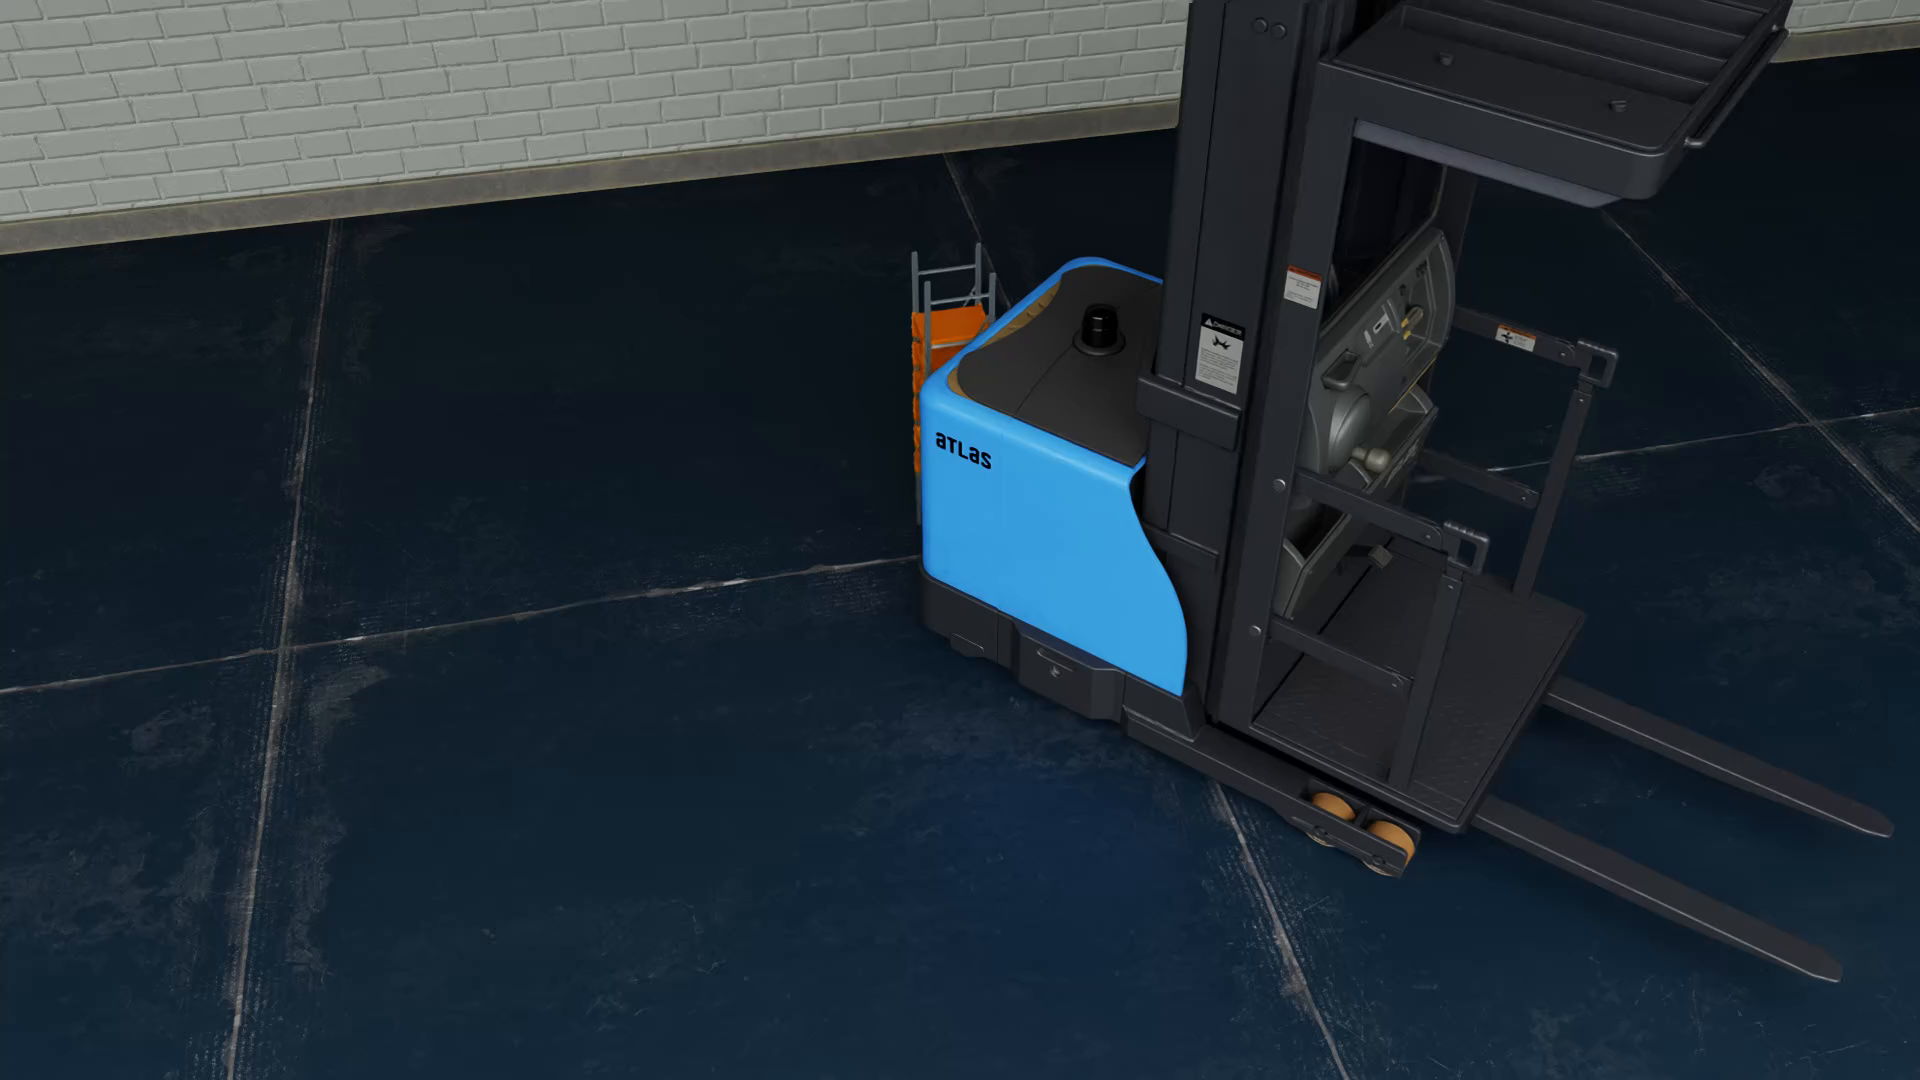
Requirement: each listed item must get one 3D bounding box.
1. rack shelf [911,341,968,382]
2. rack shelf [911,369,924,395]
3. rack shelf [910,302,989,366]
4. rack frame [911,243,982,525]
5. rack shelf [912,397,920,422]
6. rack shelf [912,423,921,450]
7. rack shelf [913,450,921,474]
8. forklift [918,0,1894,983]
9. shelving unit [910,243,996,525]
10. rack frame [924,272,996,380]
[{"bbox_3d":[-0.024,-0.611,5.739,0.258,0.103,0.180,-9,43,-11],"label":"rack shelf"},{"bbox_3d":[-0.024,-0.522,5.819,0.258,0.103,0.180,-9,43,-11],"label":"rack shelf"},{"bbox_3d":[-0.023,-0.701,5.659,0.258,0.103,0.180,-9,43,-11],"label":"rack shelf"},{"bbox_3d":[-0.047,-0.524,5.935,0.240,1.200,0.006,-9,43,-11],"label":"rack frame"},{"bbox_3d":[-0.025,-0.432,5.899,0.258,0.103,0.180,-9,43,-11],"label":"rack shelf"},{"bbox_3d":[-0.025,-0.342,5.979,0.258,0.103,0.180,-9,43,-11],"label":"rack shelf"},{"bbox_3d":[-0.025,-0.253,6.058,0.258,0.103,0.180,-9,43,-11],"label":"rack shelf"},{"bbox_3d":[1.356,-0.476,4.578,3.031,2.935,1.130,25,47,25],"label":"forklift"},{"bbox_3d":[-0.024,-0.465,5.869,0.258,1.200,0.189,-9,43,-11],"label":"shelving unit"},{"bbox_3d":[-0.002,-0.406,5.803,0.240,1.200,0.006,-9,43,-11],"label":"rack frame"}]
